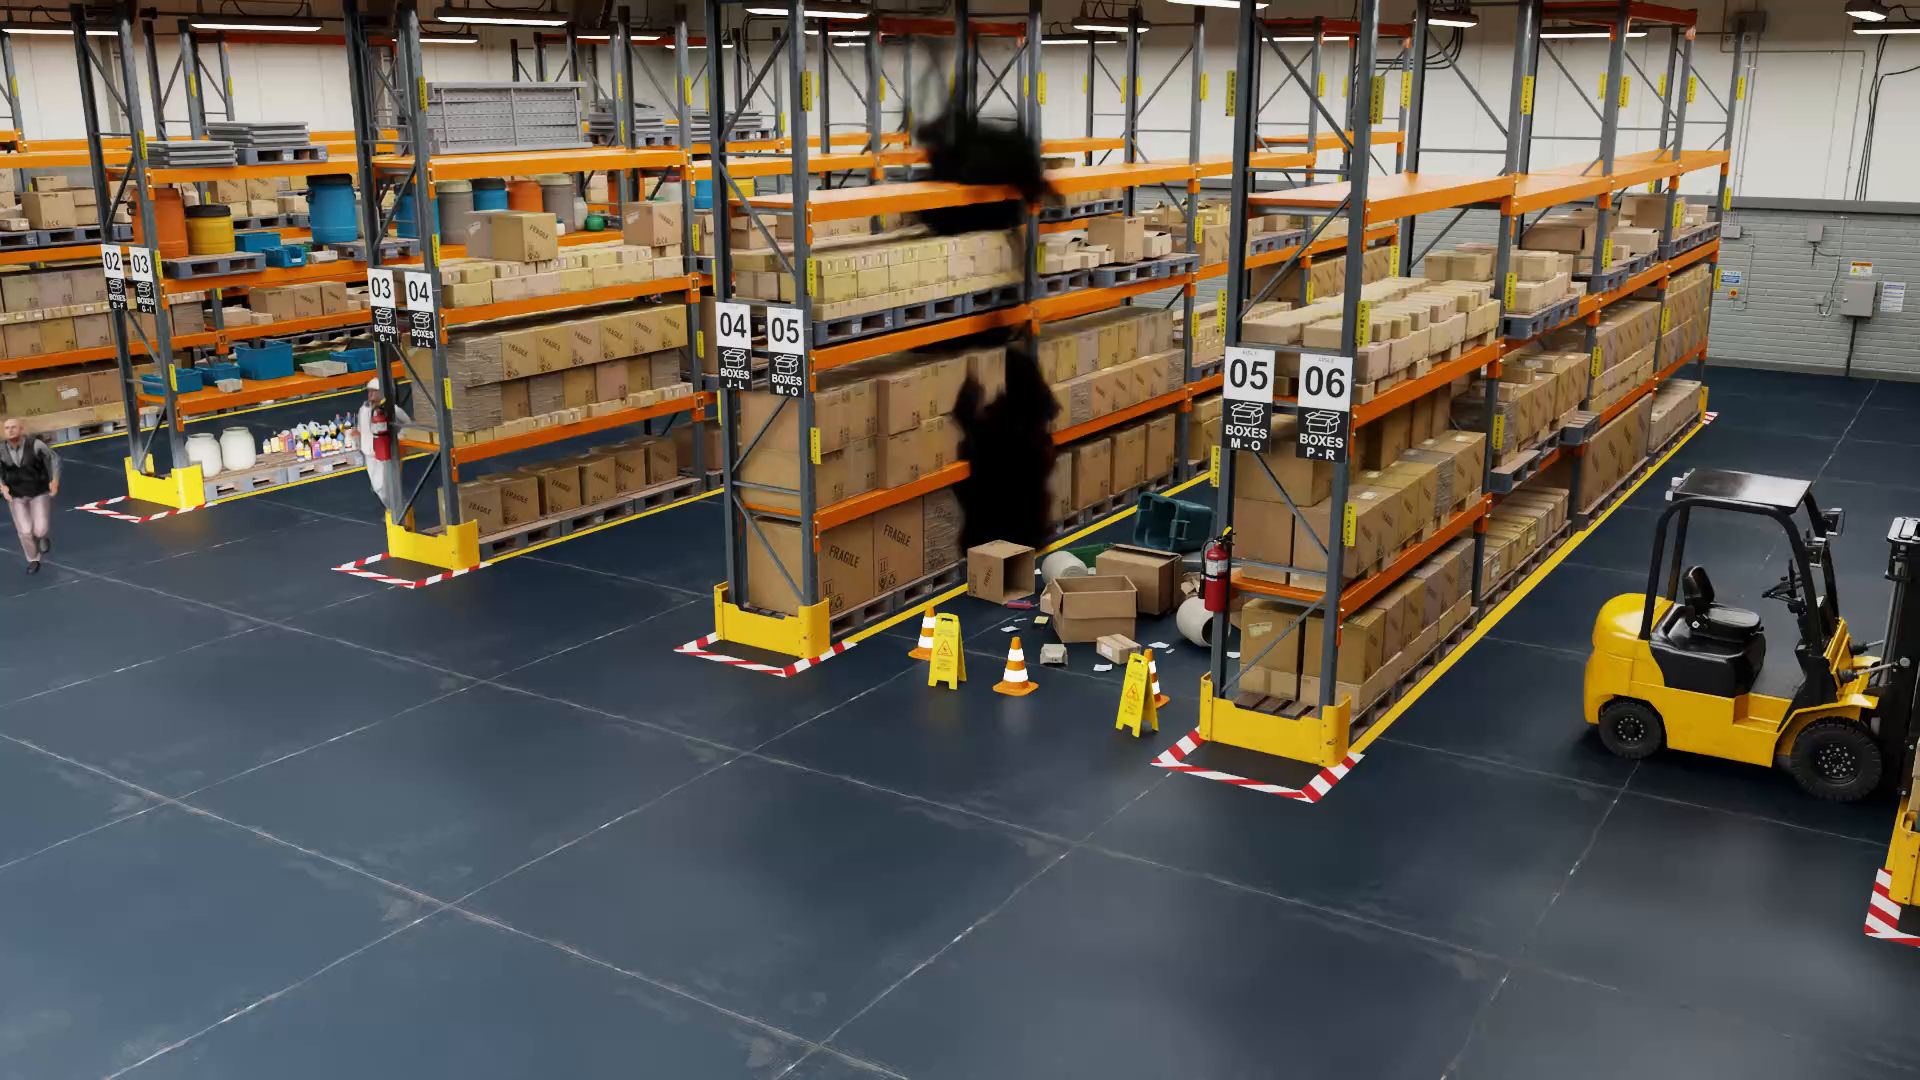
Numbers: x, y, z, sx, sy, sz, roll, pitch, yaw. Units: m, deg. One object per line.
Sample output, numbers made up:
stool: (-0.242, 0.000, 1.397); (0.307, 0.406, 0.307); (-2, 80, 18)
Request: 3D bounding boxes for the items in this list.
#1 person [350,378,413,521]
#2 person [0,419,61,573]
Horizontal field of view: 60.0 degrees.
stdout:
person: (-6.853, -1.015, 19.605); (0.642, 1.767, 0.647); (6, 17, 19)
person: (-9.997, -0.480, 17.841); (0.679, 1.685, 0.646); (-6, 17, -21)
